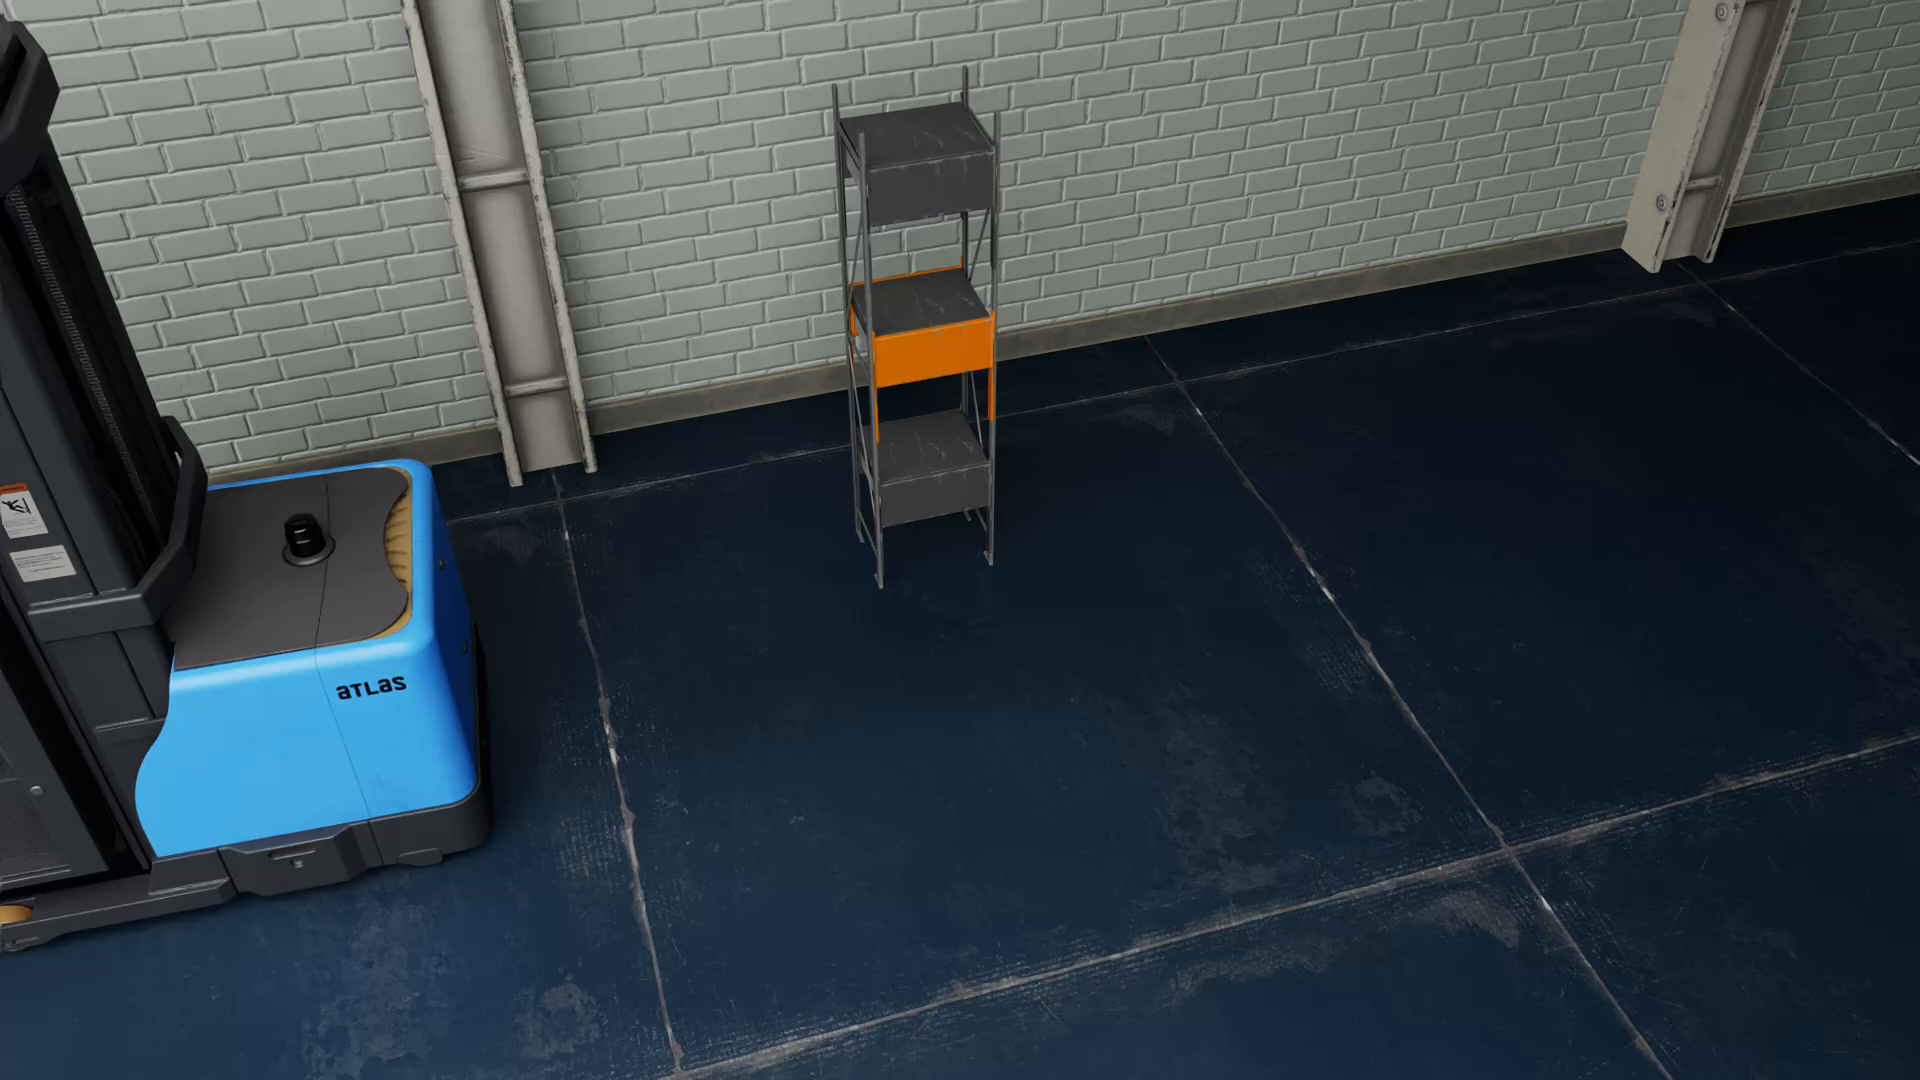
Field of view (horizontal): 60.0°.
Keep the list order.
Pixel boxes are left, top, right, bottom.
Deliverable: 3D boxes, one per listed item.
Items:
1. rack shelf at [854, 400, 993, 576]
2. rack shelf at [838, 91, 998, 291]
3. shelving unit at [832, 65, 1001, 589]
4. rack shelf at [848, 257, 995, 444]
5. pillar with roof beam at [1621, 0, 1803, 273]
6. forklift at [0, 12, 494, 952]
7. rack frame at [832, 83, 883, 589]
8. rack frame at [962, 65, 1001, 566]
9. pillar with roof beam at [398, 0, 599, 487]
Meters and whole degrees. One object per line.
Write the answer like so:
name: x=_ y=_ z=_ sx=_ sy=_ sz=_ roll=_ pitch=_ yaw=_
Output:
rack shelf: x=-0.158 y=-0.221 z=6.991 sx=0.480 sy=0.518 sz=0.431 roll=-12 pitch=42 yaw=-13
rack shelf: x=-0.158 y=-1.275 z=6.070 sx=0.480 sy=0.518 sz=0.431 roll=-12 pitch=42 yaw=-13
shelving unit: x=-0.158 y=-0.758 z=6.522 sx=0.503 sy=2.100 sz=0.431 roll=-12 pitch=42 yaw=-13
rack shelf: x=-0.158 y=-0.748 z=6.531 sx=0.480 sy=0.518 sz=0.431 roll=-12 pitch=42 yaw=-13
pillar with roof beam: x=5.126 y=-2.248 z=2.983 sx=0.400 sy=9.000 sz=9.100 roll=-12 pitch=42 yaw=-13
forklift: x=-3.248 y=-0.062 z=5.093 sx=3.031 sy=2.935 sz=1.130 roll=-9 pitch=42 yaw=-11
rack frame: x=-0.391 y=-0.710 z=6.467 sx=0.015 sy=2.100 sz=0.400 roll=-12 pitch=42 yaw=-13
rack frame: x=0.075 y=-0.806 z=6.577 sx=0.015 sy=2.100 sz=0.400 roll=-12 pitch=42 yaw=-13
pillar with roof beam: x=-0.597 y=-1.062 z=1.626 sx=0.400 sy=9.000 sz=9.100 roll=-12 pitch=42 yaw=-13
